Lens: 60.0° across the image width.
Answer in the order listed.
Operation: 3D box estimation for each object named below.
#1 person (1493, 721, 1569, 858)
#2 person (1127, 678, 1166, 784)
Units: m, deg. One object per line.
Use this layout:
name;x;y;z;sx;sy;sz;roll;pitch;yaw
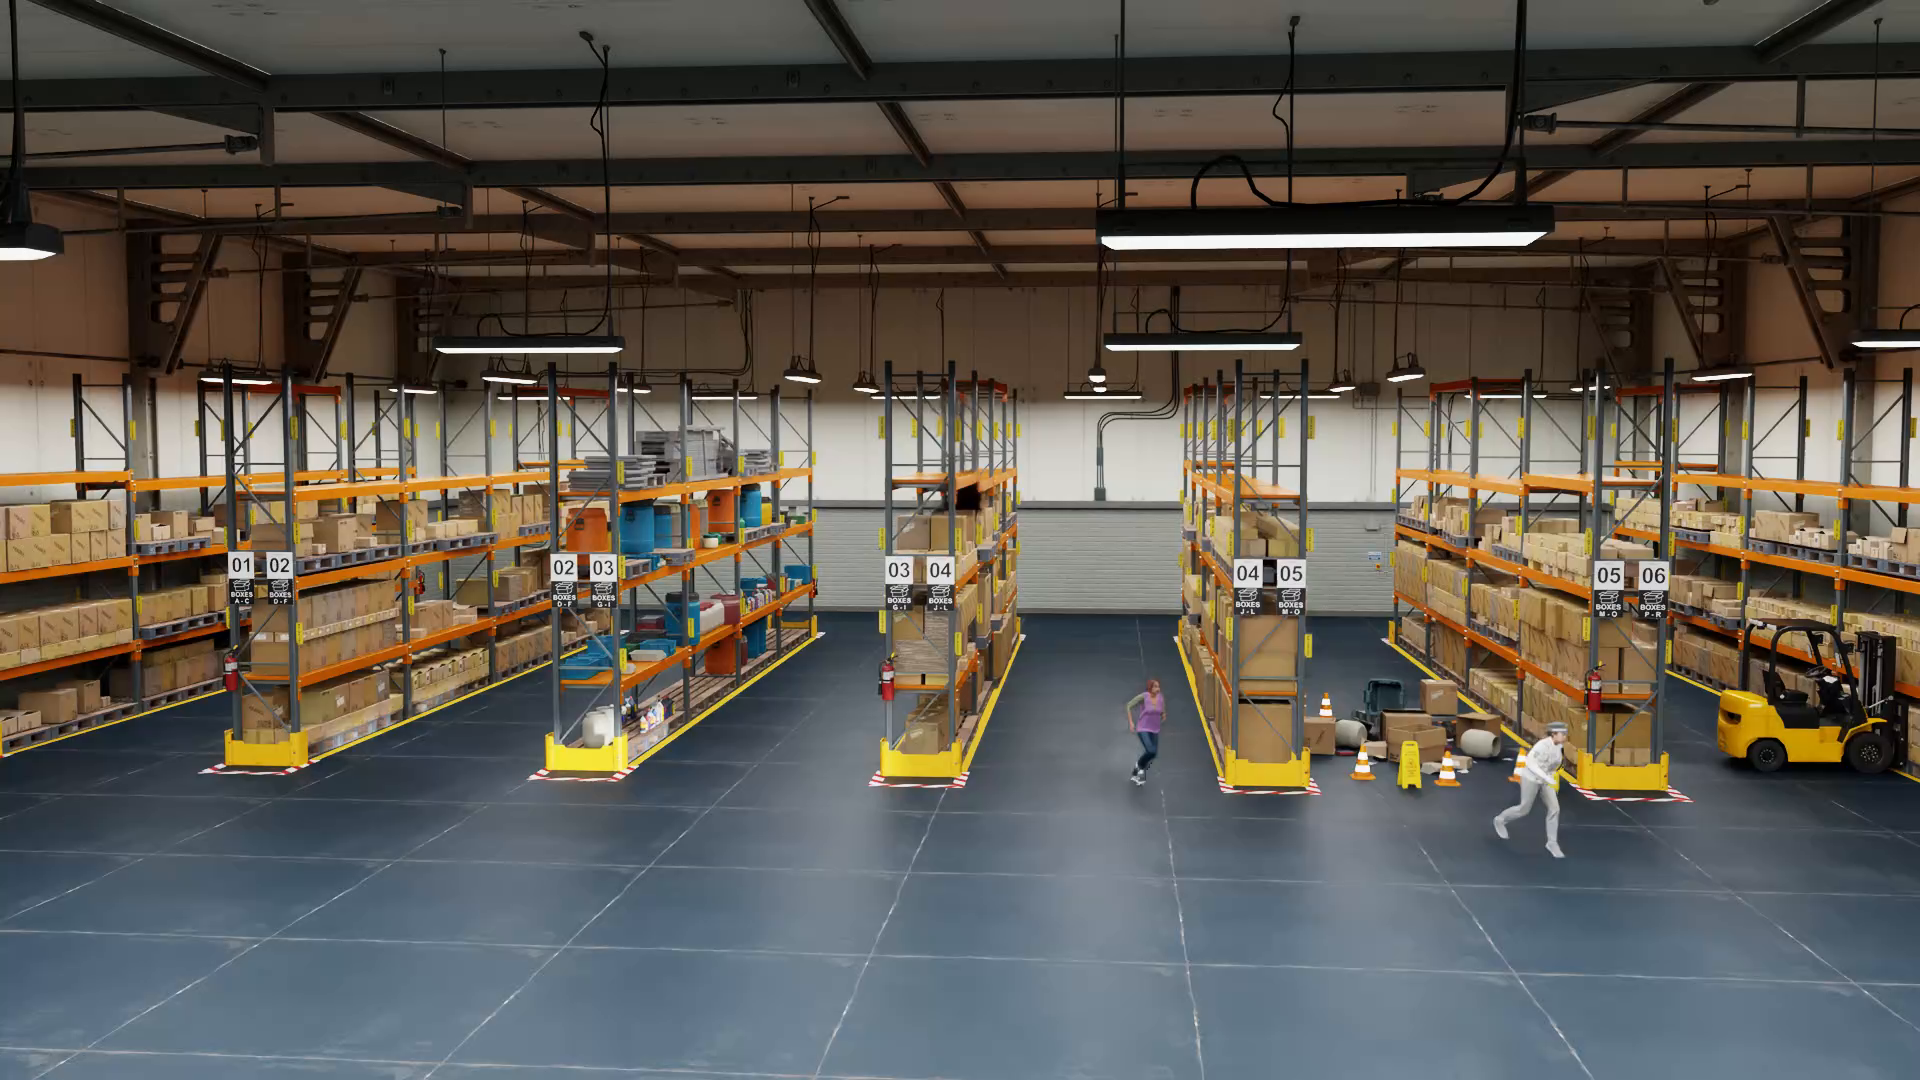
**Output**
person;6.824;2.921;19.860;0.655;1.628;0.977;-3;5;-41
person;2.645;2.683;23.307;0.496;1.526;0.695;-2;4;-29
